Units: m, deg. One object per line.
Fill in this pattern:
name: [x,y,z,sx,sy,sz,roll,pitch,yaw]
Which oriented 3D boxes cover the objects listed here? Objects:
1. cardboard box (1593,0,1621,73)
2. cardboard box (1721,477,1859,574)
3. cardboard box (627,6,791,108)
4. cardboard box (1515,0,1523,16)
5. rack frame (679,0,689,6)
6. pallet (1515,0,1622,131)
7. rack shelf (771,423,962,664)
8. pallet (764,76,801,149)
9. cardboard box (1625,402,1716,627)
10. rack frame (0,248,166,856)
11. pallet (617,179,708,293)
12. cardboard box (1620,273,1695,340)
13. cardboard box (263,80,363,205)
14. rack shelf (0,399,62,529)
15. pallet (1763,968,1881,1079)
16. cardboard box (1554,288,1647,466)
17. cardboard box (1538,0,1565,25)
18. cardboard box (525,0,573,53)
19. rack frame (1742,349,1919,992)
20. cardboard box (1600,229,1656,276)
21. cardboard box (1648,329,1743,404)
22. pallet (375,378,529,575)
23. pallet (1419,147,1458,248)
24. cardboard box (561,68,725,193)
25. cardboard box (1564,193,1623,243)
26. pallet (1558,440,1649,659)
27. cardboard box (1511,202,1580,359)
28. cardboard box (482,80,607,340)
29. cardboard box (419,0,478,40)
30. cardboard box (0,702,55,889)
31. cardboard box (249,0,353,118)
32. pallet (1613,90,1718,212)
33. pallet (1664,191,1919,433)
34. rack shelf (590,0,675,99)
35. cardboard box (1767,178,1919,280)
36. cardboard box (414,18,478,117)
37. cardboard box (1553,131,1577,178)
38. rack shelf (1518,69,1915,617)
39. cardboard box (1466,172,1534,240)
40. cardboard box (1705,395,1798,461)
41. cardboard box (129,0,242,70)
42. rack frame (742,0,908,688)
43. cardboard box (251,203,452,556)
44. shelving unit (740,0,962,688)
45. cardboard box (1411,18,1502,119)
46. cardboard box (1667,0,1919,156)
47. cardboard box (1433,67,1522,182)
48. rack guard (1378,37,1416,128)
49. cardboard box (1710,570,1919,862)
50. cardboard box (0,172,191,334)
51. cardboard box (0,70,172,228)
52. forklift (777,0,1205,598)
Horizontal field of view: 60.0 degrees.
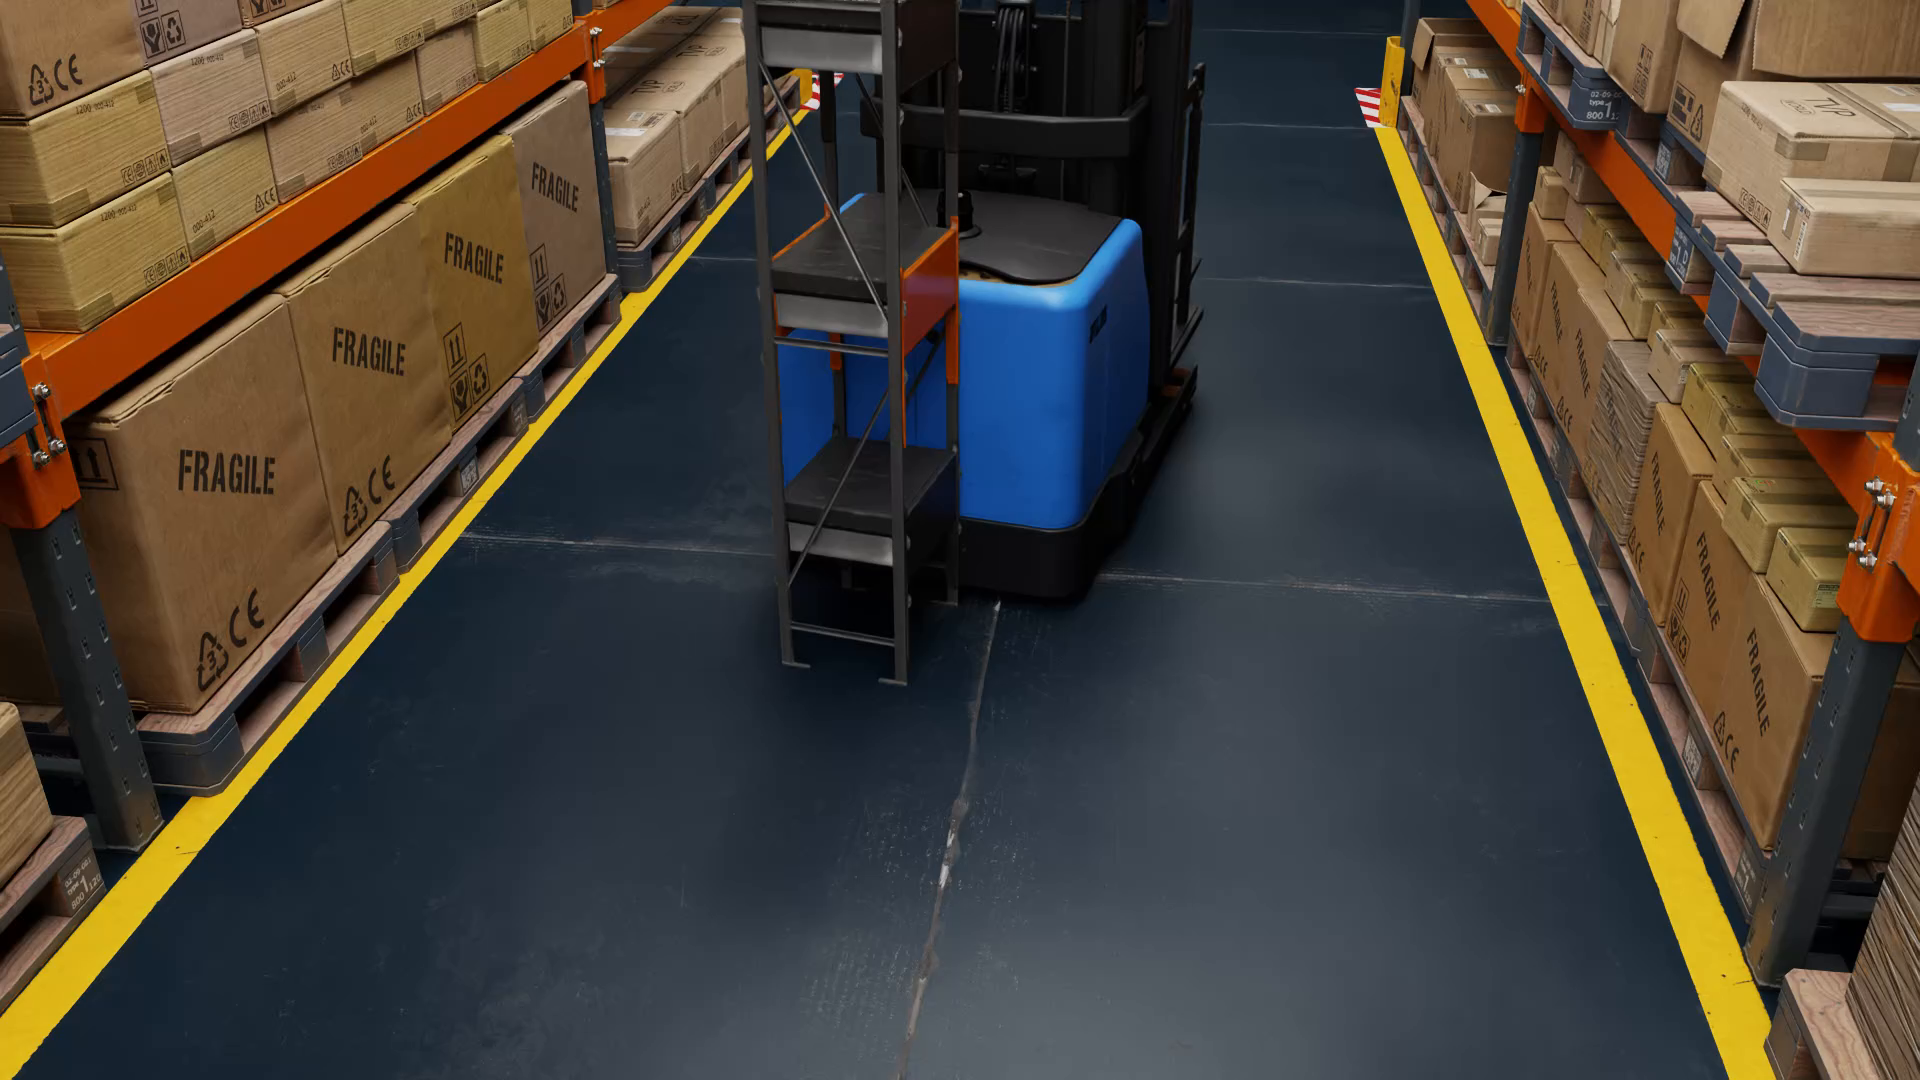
cardboard box: [2.279,-1.663,5.372,0.396,0.266,0.258,5,29,9]
cardboard box: [2.152,-0.033,4.158,0.380,0.149,0.250,2,28,4]
cardboard box: [-1.588,-3.079,10.560,0.875,0.438,0.875,2,28,4]
cardboard box: [2.629,-2.347,7.208,0.380,0.149,0.250,4,29,8]
rack frame: [-1.607,-4.338,10.640,1.000,3.000,0.127,3,28,6]
pallet: [2.624,-1.714,5.972,1.003,0.211,1.213,3,28,6]
rack shelf: [-0.272,0.001,5.040,0.431,0.518,0.480,9,30,16]
pallet: [-1.627,-2.730,10.594,1.003,0.211,1.213,3,28,6]
cardboard box: [2.311,-0.063,4.897,0.500,0.500,0.500,5,29,8]
rack frame: [-2.587,-0.572,3.650,1.000,3.000,0.127,3,28,6]
pallet: [-1.926,-1.581,8.462,1.003,0.211,1.213,3,28,6]
cardboard box: [2.424,-0.767,5.520,0.380,0.149,0.250,4,29,8]
cardboard box: [-2.162,-1.211,4.994,0.500,0.250,0.500,4,29,8]
rack shelf: [-2.832,0.686,2.073,1.077,0.370,4.000,3,28,6]
pallet: [2.200,1.327,3.064,1.003,0.211,1.213,3,28,6]
cardboard box: [2.426,-0.552,5.806,0.500,0.500,0.500,3,28,5]
cardboard box: [2.549,-2.183,6.091,0.700,0.500,0.500,4,29,7]
cardboard box: [-1.902,-2.163,6.761,0.500,0.250,0.500,3,28,5]
rack frame: [2.340,-0.286,3.118,1.000,3.000,0.127,3,28,6]
cardboard box: [2.524,-0.999,5.951,0.380,0.149,0.250,3,28,5]
cardboard box: [2.339,-0.525,5.071,0.380,0.149,0.250,2,28,4]
pallet: [-2.264,-0.284,6.055,1.003,0.211,1.213,3,28,6]
pallet: [3.062,-1.840,8.943,1.003,0.211,1.213,3,28,6]
cardboard box: [-1.804,-2.223,8.972,0.875,0.438,0.875,3,28,5]
cardboard box: [2.565,-1.250,6.417,0.380,0.149,0.250,3,28,5]
pallet: [2.621,0.020,5.490,1.003,0.211,1.213,3,28,6]
cardboard box: [2.547,-1.038,6.707,0.500,0.500,0.500,5,29,8]
cardboard box: [-2.093,-1.408,6.999,0.875,0.875,0.875,4,29,8]
cardboard box: [-2.021,-1.908,5.760,0.500,0.250,0.500,4,29,7]
cardboard box: [-2.666,0.665,3.681,0.950,0.372,0.625,1,28,3]
cardboard box: [-2.142,-1.428,4.868,0.500,0.250,0.500,3,28,6]
pallet: [2.573,-1.117,4.863,1.003,0.211,1.213,3,28,6]
pallet: [2.353,-0.524,3.763,1.213,0.211,1.003,3,28,6]
rack shelf: [-1.852,-3.080,9.063,1.077,0.370,4.000,3,28,6]
cardboard box: [2.039,-0.691,3.693,0.380,0.149,0.250,4,29,7]
cardboard box: [-2.046,-1.687,5.878,0.500,0.250,0.500,3,28,5]
cardboard box: [2.582,-1.513,6.590,0.380,0.149,0.250,3,28,5]
rack shelf: [2.585,-0.910,5.036,1.077,0.370,4.000,3,28,6]
cardboard box: [2.650,-1.597,7.992,0.396,0.266,0.258,4,29,8]
cardboard box: [2.305,-0.276,4.609,0.380,0.149,0.250,4,29,8]
cardboard box: [-2.233,-1.509,4.228,0.500,0.500,0.500,3,29,6]
rack frame: [-0.347,-0.518,4.497,0.400,2.100,0.015,9,30,16]
cardboard box: [-2.306,-0.562,5.428,0.875,0.875,0.875,4,29,7]
shelving unit: [-0.272,-0.628,4.701,0.431,2.100,0.503,9,30,16]
cardboard box: [3.151,-2.855,10.076,0.797,0.503,0.637,2,28,4]
cardboard box: [2.356,-1.295,4.440,0.797,0.503,0.637,3,28,5]
cardboard box: [2.844,-2.210,8.883,0.500,0.500,0.500,4,29,7]
rack guard: [3.311,-2.915,10.634,1.175,0.500,0.348,3,28,6]
cardboard box: [2.178,0.418,4.004,0.500,0.500,0.500,4,29,8]
cardboard box: [-2.277,-0.722,4.086,0.500,0.250,0.500,3,28,5]
cardboard box: [-2.280,-0.951,3.983,0.500,0.250,0.500,3,28,6]
forklift: [0.329,-1.789,5.980,1.130,2.935,3.031,9,30,16]
